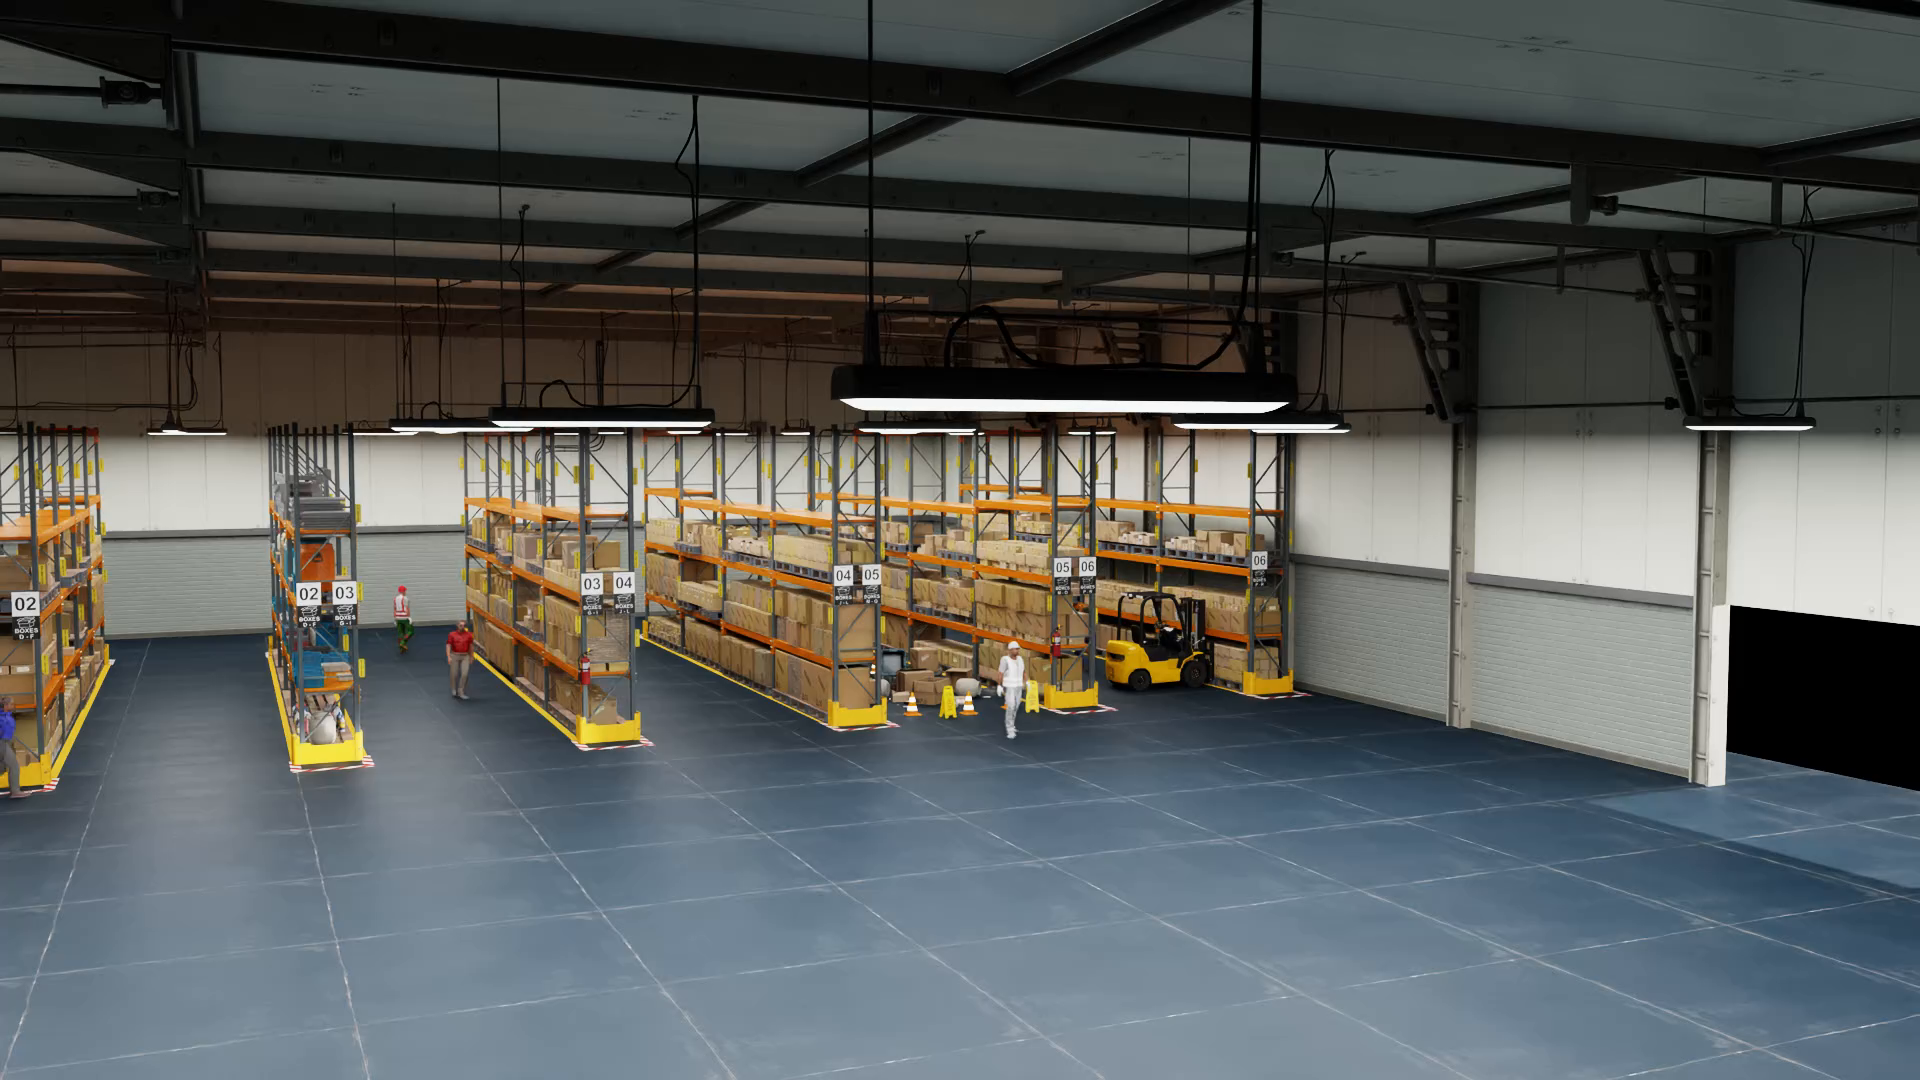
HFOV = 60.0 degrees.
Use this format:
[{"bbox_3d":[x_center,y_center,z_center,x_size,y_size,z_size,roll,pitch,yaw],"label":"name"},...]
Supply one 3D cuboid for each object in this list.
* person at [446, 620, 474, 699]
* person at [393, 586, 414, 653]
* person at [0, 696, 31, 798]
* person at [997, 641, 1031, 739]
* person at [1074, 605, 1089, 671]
[{"bbox_3d":[-11.062,2.650,36.823,0.616,1.757,0.682,-2,4,-28],"label":"person"},{"bbox_3d":[-14.905,2.117,44.428,0.587,1.789,0.497,2,4,26],"label":"person"},{"bbox_3d":[-15.249,3.286,26.384,0.887,1.613,0.457,-1,4,-17],"label":"person"},{"bbox_3d":[1.044,2.872,32.100,0.646,1.813,0.624,-3,5,-43],"label":"person"},{"bbox_3d":[3.079,2.440,40.799,0.501,1.685,0.626,-2,4,-33],"label":"person"}]
